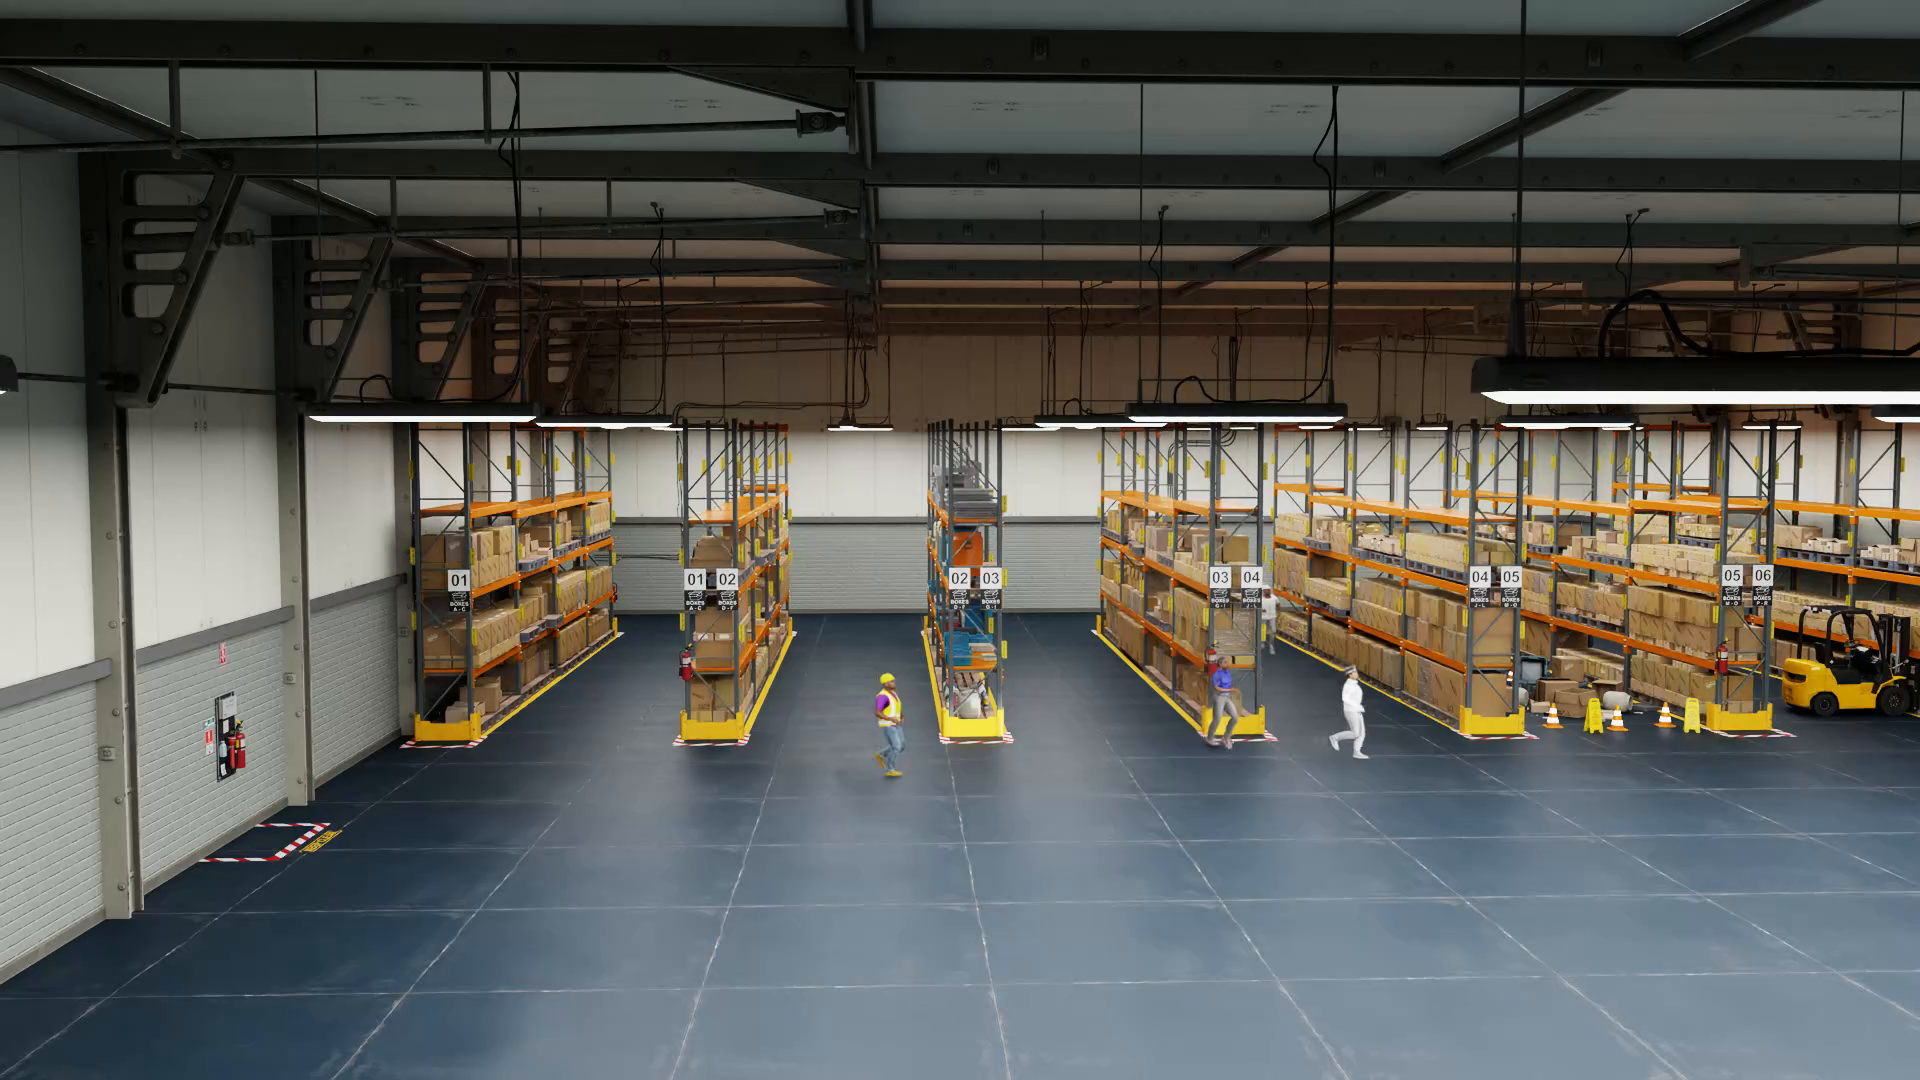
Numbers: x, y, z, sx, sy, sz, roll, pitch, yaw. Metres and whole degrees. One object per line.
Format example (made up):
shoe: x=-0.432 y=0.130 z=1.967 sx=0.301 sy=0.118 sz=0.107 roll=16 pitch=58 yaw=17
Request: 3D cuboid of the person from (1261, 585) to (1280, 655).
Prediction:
person: x=8.059 y=2.070 z=43.473 sx=0.704 sy=1.793 sz=0.889 roll=0 pitch=4 yaw=0

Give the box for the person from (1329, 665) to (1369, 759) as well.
person: x=6.885 y=3.015 z=29.323 sx=0.701 sy=1.661 sz=0.612 roll=2 pitch=4 yaw=24

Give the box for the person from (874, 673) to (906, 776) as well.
person: x=-1.180 y=3.083 z=27.770 sx=0.605 sy=1.718 sz=0.696 roll=1 pitch=4 yaw=19

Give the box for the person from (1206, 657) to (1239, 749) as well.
person: x=4.811 y=2.961 z=30.297 sx=0.583 sy=1.680 sz=0.679 roll=-3 pitch=5 yaw=-39
